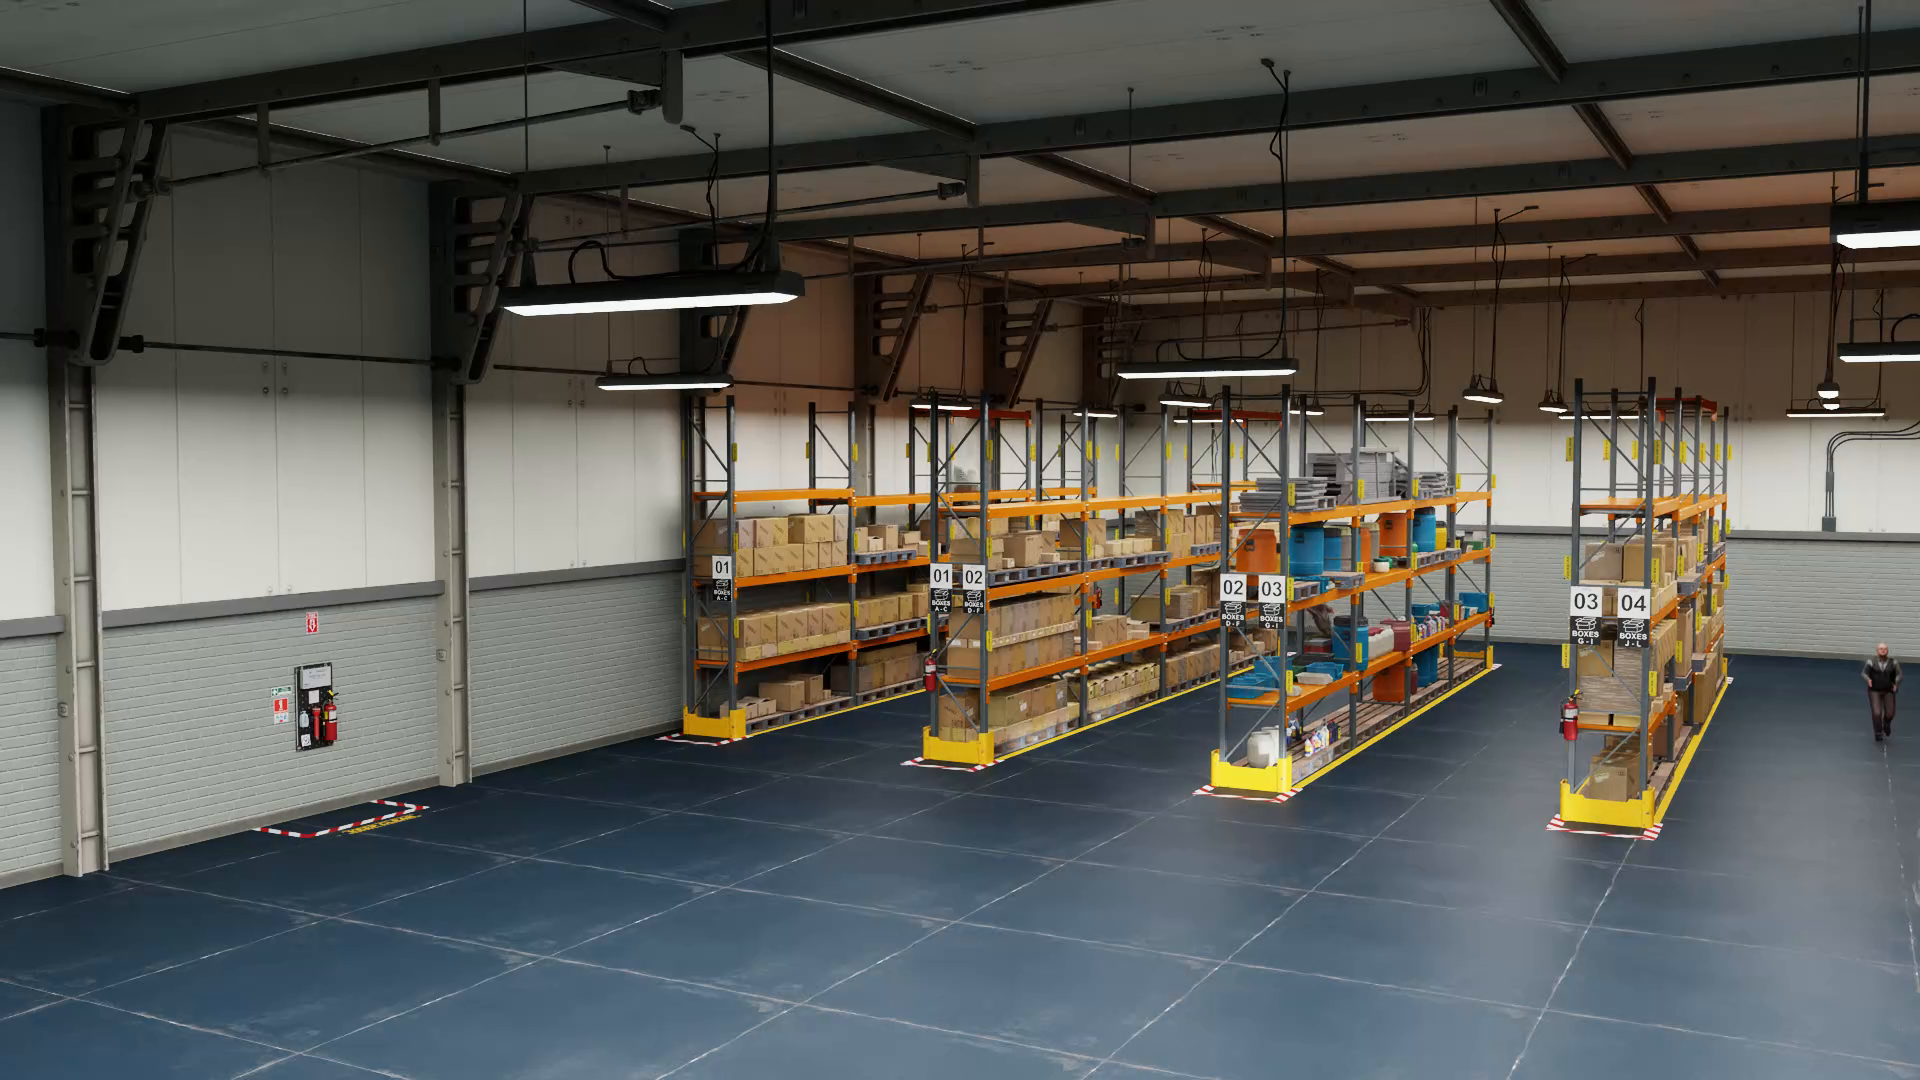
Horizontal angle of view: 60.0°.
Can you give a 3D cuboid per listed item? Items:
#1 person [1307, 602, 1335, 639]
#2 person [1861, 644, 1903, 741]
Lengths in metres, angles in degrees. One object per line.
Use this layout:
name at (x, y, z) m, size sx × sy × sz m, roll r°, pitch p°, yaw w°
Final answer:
person at (9.008, 1.977, 41.517) m, size 0.618 × 1.702 × 0.715 m, roll 3°, pitch 4°, yaw 43°
person at (16.005, 2.643, 28.873) m, size 0.655 × 1.673 × 0.604 m, roll 1°, pitch 3°, yaw 26°
